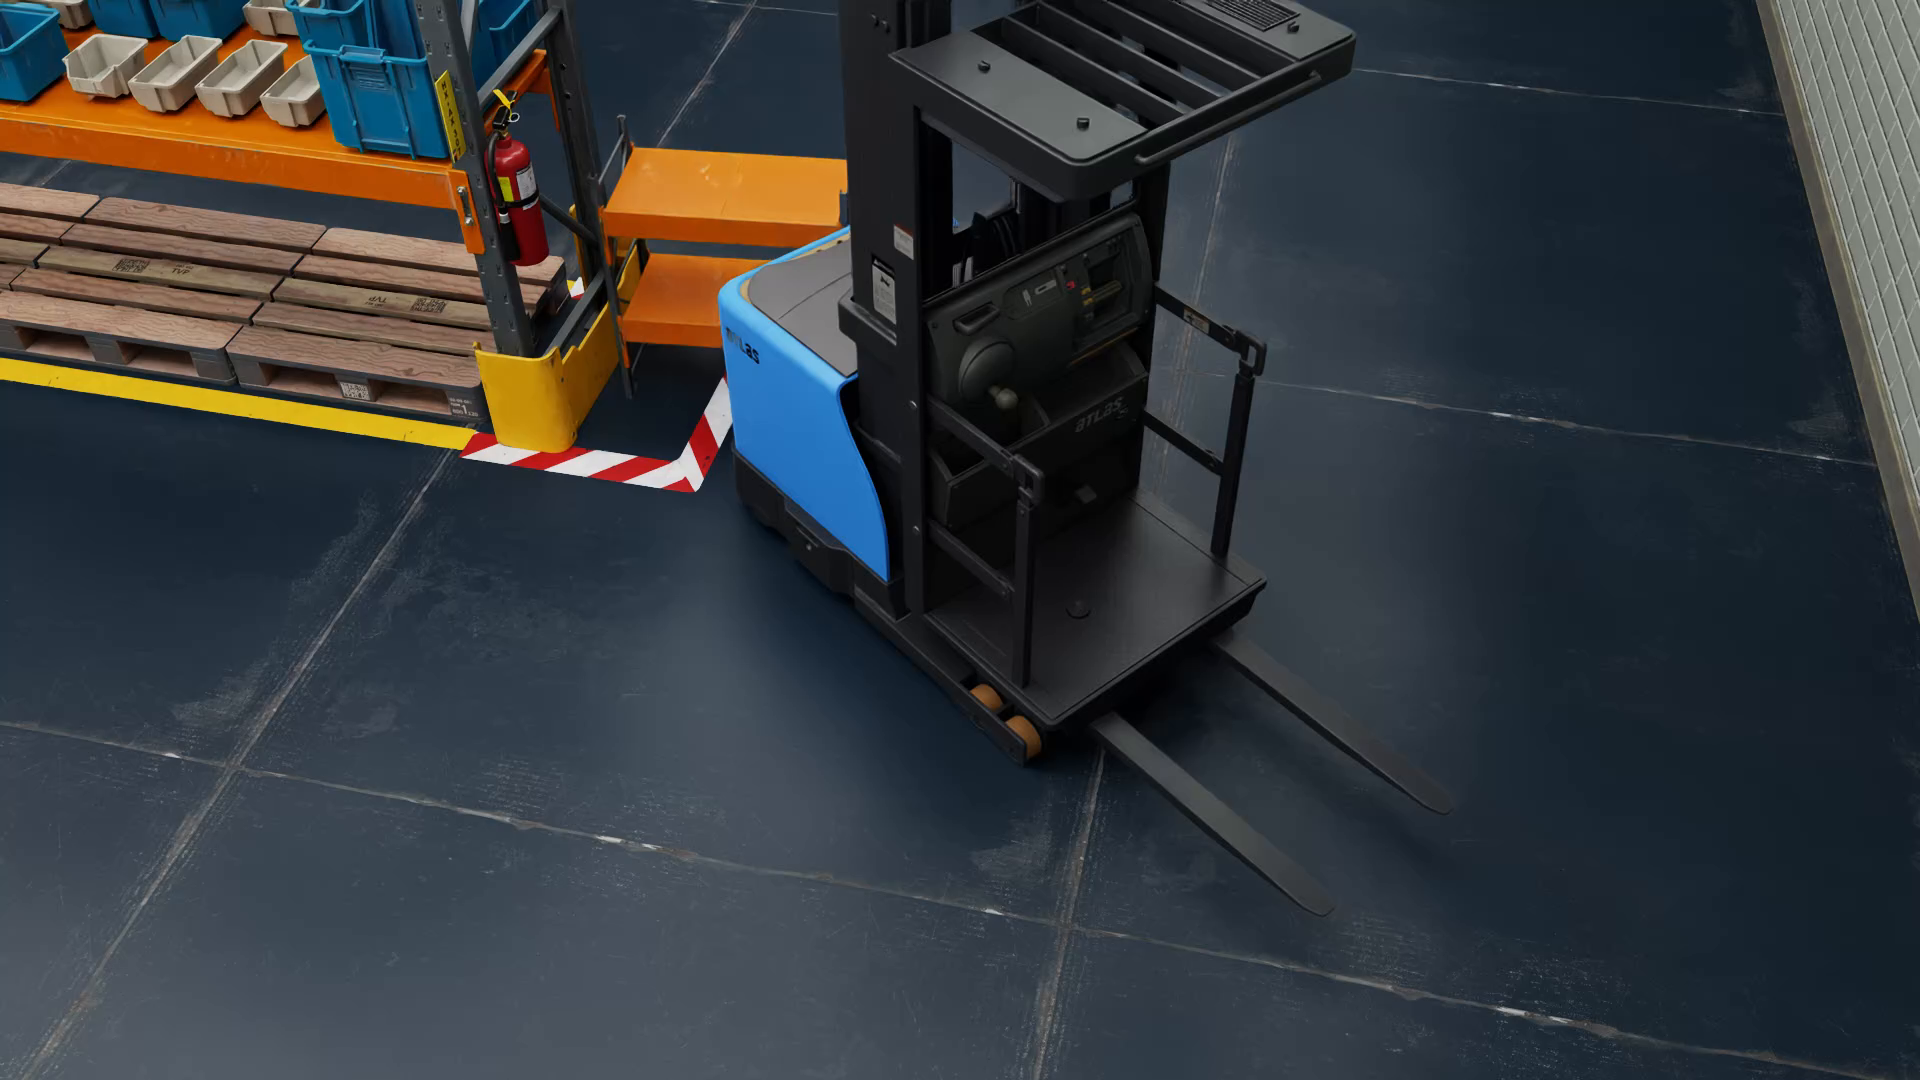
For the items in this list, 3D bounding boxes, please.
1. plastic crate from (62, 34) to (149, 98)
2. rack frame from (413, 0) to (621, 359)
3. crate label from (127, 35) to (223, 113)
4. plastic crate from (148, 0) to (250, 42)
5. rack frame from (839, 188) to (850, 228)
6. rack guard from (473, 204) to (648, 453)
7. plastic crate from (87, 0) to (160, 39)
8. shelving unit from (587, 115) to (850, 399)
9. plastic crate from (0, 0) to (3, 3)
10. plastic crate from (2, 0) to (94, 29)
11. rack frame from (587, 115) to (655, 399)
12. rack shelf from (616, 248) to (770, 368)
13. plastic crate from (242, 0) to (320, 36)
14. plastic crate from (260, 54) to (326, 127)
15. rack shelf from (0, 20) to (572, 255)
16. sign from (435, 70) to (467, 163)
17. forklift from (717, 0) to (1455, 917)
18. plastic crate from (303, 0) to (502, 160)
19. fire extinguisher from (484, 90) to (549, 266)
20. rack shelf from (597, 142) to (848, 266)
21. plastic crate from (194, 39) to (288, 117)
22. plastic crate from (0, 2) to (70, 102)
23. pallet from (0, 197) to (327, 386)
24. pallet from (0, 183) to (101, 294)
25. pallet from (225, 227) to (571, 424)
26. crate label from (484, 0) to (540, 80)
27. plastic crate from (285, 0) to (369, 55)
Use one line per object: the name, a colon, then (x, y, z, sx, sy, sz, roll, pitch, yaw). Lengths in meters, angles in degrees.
plastic crate: (-3.439, -1.899, 6.707, 0.250, 0.136, 0.298, 9, 45, 9)
rack frame: (-1.754, -1.860, 6.519, 0.127, 3.000, 1.000, 9, 45, 9)
crate label: (-3.146, -1.867, 6.673, 0.243, 0.136, 0.396, 9, 45, 9)
plastic crate: (-3.208, -2.281, 7.034, 0.300, 0.233, 0.416, 9, 45, 9)
rack frame: (-0.434, -1.129, 7.112, 0.032, 1.125, 0.500, 4, 44, 5)
rack guard: (-1.728, -0.964, 7.391, 0.348, 0.500, 1.175, 9, 45, 9)
plastic crate: (-3.501, -2.326, 7.081, 0.300, 0.233, 0.416, 9, 45, 9)
shelving unit: (-0.939, -1.168, 7.152, 1.048, 1.125, 0.538, 4, 44, 5)
plastic crate: (-4.208, -2.089, 6.799, 0.530, 0.282, 0.437, 9, 45, 9)
plastic crate: (-3.893, -2.332, 7.157, 0.466, 0.136, 0.293, 9, 45, 9)
rack frame: (-1.445, -1.207, 7.193, 0.032, 1.125, 0.500, 4, 44, 5)
rack shelf: (-0.939, -0.992, 7.322, 1.000, 0.278, 0.538, 4, 44, 5)
plastic crate: (-2.880, -2.254, 7.076, 0.298, 0.136, 0.250, 9, 45, 9)
plastic crate: (-2.590, -1.787, 6.591, 0.243, 0.136, 0.396, 9, 45, 9)
rack shelf: (-3.706, -1.904, 7.083, 4.000, 0.370, 1.077, 9, 45, 9)
sign: (-1.858, -1.544, 6.073, 0.005, 0.325, 0.100, 9, 45, 9)
forklift: (0.413, -0.666, 5.328, 1.130, 2.935, 3.031, -30, 52, -28)
plastic crate: (-2.122, -1.819, 6.408, 0.499, 0.435, 0.616, 9, 45, 9)
fire extinguisher: (-1.706, -1.367, 6.332, 0.183, 0.674, 0.296, 9, 45, 9)
rack shelf: (-0.939, -1.379, 6.949, 1.000, 0.278, 0.538, 4, 44, 5)
plastic crate: (-2.869, -1.841, 6.647, 0.243, 0.136, 0.396, 9, 45, 9)
plastic crate: (-3.814, -1.959, 6.699, 0.300, 0.233, 0.416, 9, 45, 9)
pallet: (-3.737, -1.193, 7.837, 1.213, 0.211, 1.003, 9, 45, 9)
pallet: (-4.932, -1.376, 8.027, 1.213, 0.211, 1.003, 9, 45, 9)
pallet: (-2.550, -1.006, 7.643, 1.213, 0.211, 1.003, 9, 45, 9)
crate label: (-1.923, -2.081, 6.827, 0.303, 0.233, 0.416, 9, 45, 9)
plastic crate: (-2.566, -2.181, 6.930, 0.300, 0.233, 0.416, 9, 45, 9)
